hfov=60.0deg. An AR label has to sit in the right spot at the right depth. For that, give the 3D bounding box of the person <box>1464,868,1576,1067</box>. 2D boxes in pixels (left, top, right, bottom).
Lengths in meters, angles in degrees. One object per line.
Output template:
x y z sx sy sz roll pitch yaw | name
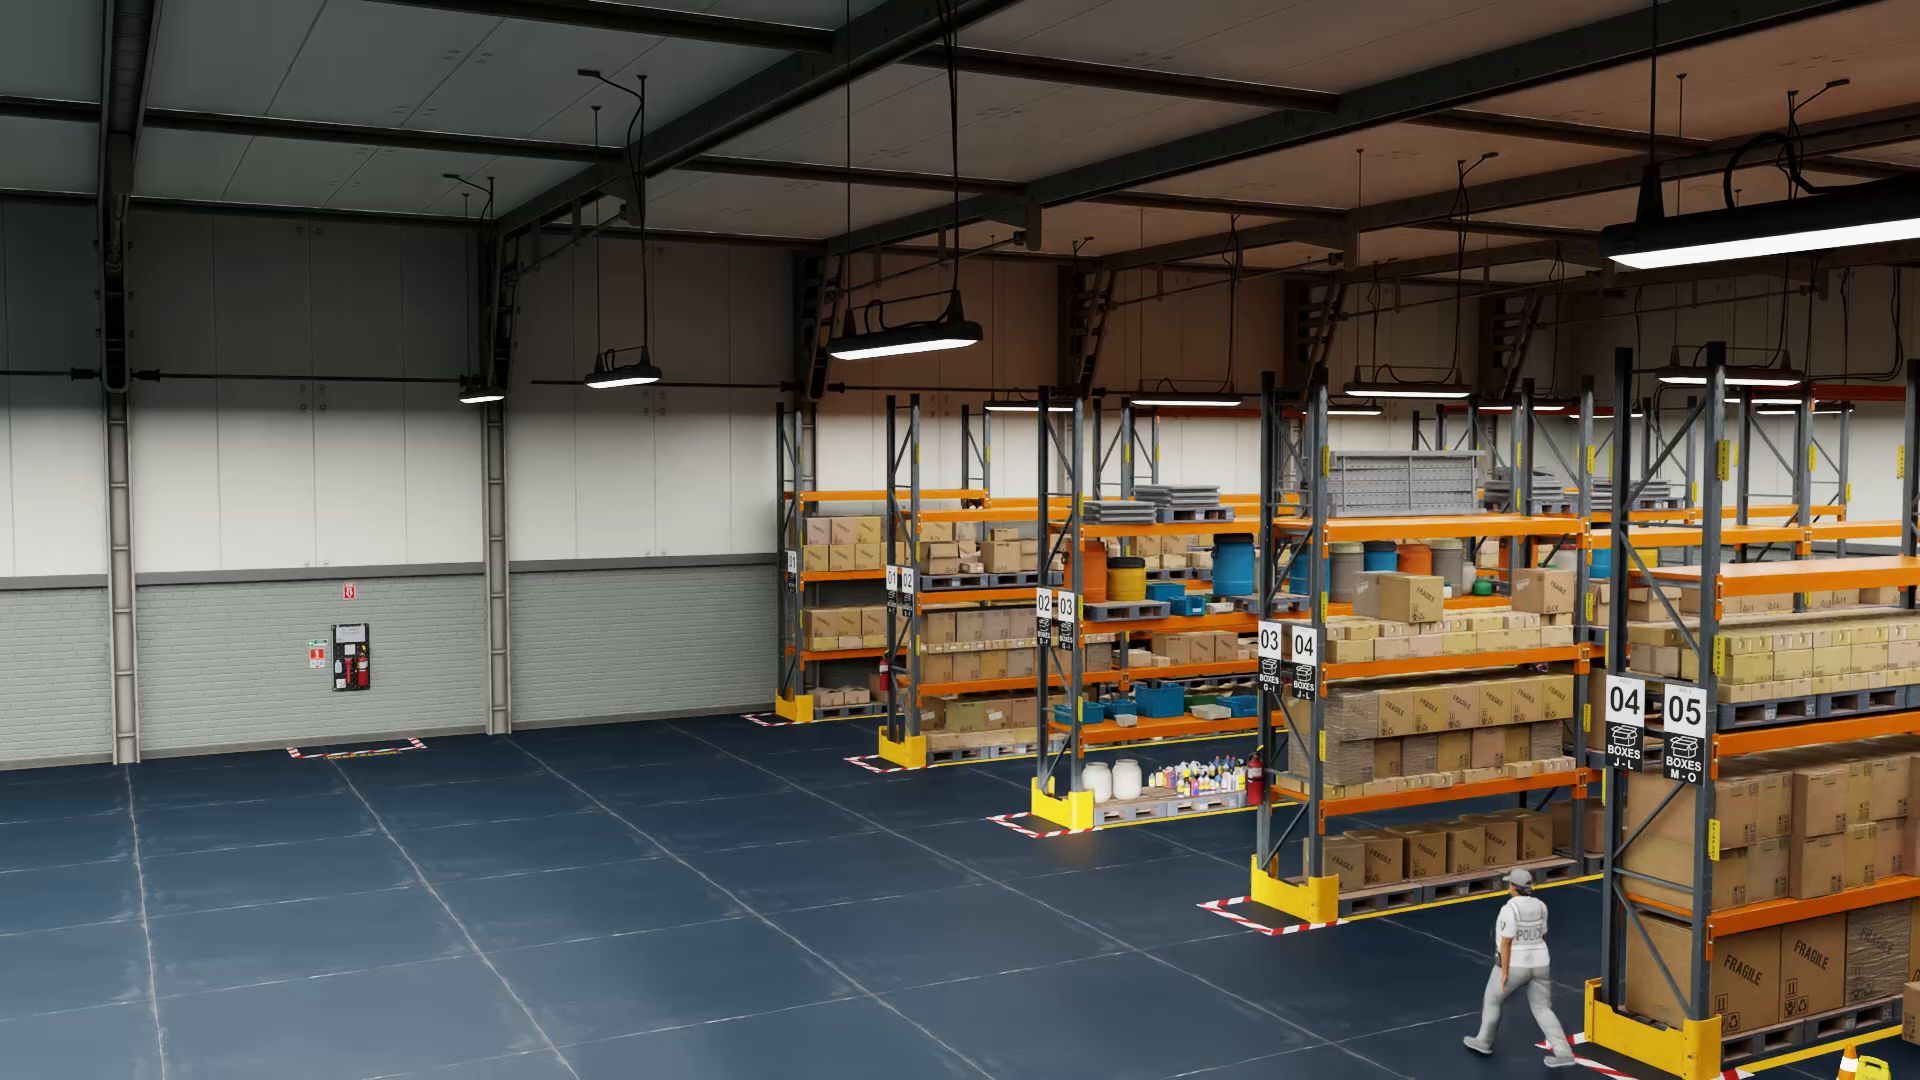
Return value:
4.701 3.557 13.901 0.494 1.608 1.006 -1 3 -21 | person
